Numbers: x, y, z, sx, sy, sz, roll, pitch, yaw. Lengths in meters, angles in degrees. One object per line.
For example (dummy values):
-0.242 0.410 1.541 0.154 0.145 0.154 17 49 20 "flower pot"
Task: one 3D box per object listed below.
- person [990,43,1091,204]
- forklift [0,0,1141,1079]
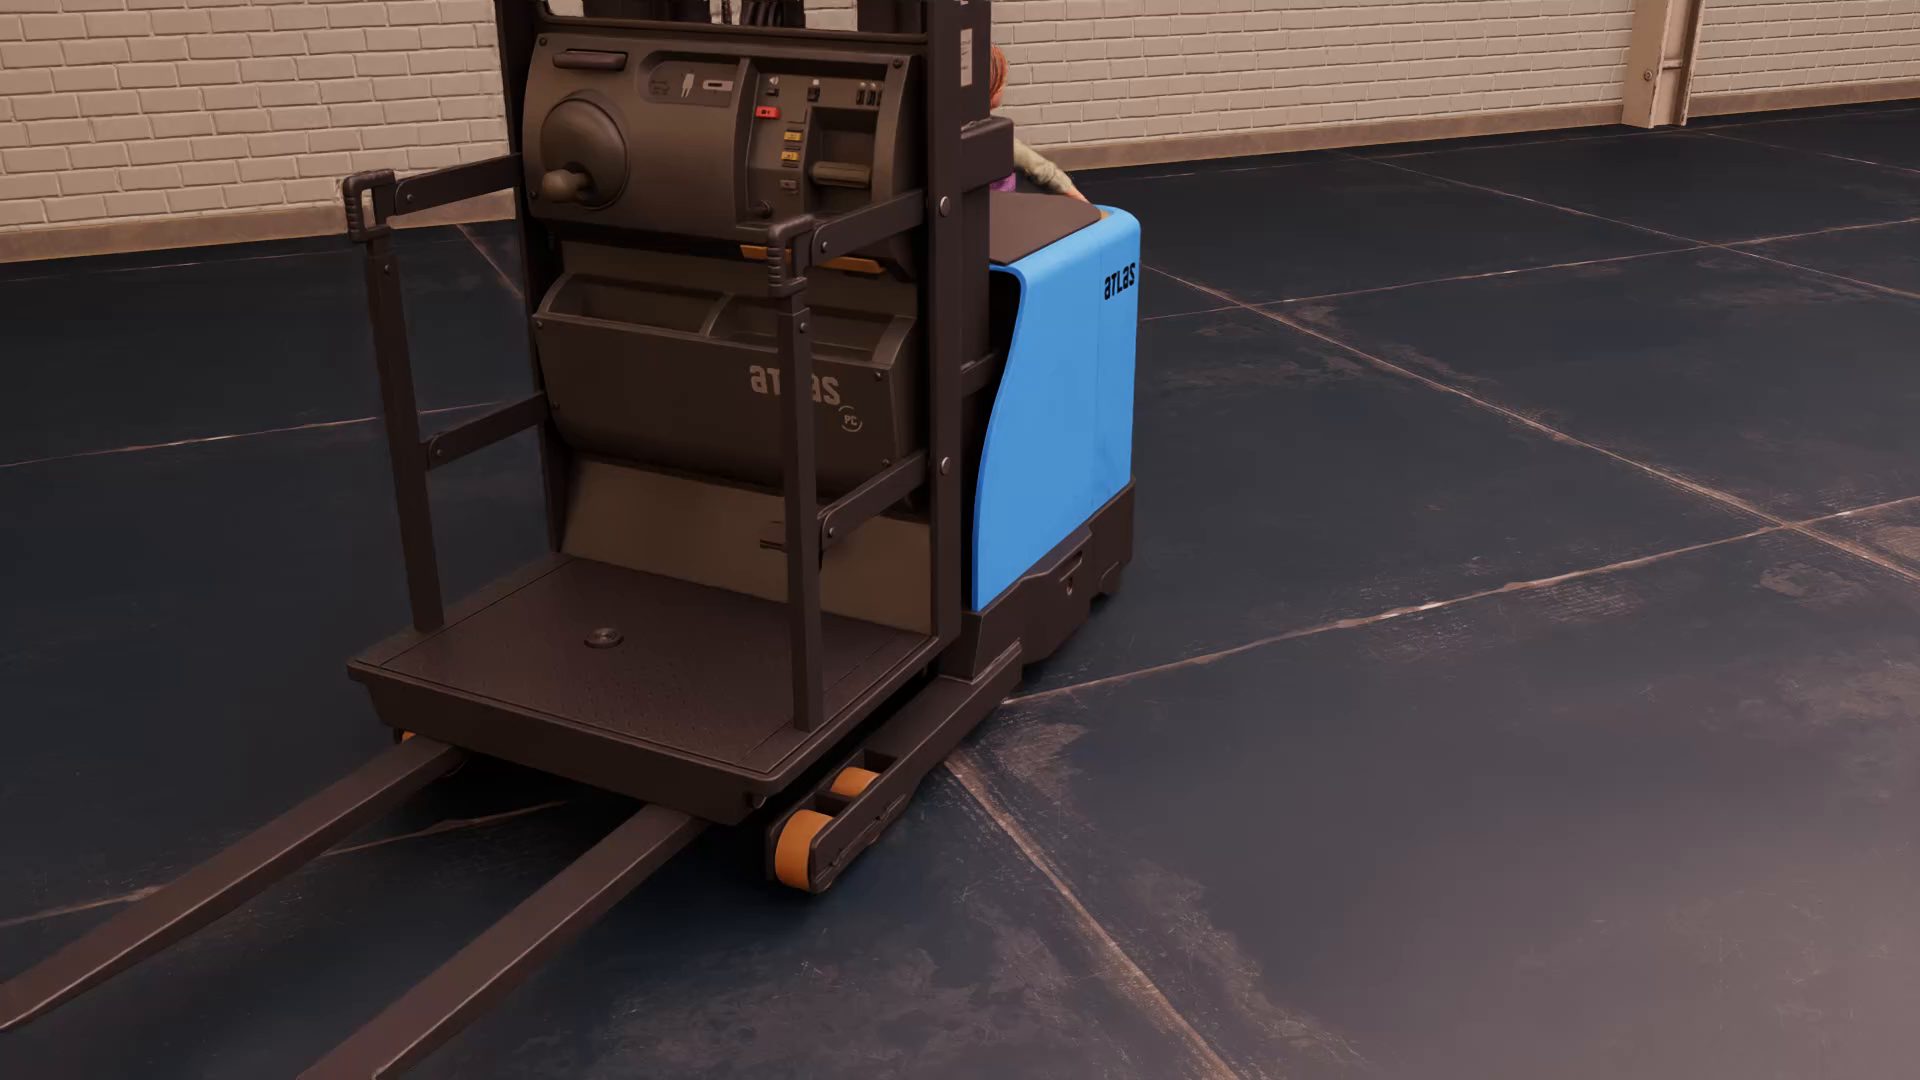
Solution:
0.135 -0.908 5.460 0.553 1.449 0.922 -12 25 -27 "person"
-0.619 -0.830 3.285 1.130 2.935 3.031 11 25 25 "forklift"
